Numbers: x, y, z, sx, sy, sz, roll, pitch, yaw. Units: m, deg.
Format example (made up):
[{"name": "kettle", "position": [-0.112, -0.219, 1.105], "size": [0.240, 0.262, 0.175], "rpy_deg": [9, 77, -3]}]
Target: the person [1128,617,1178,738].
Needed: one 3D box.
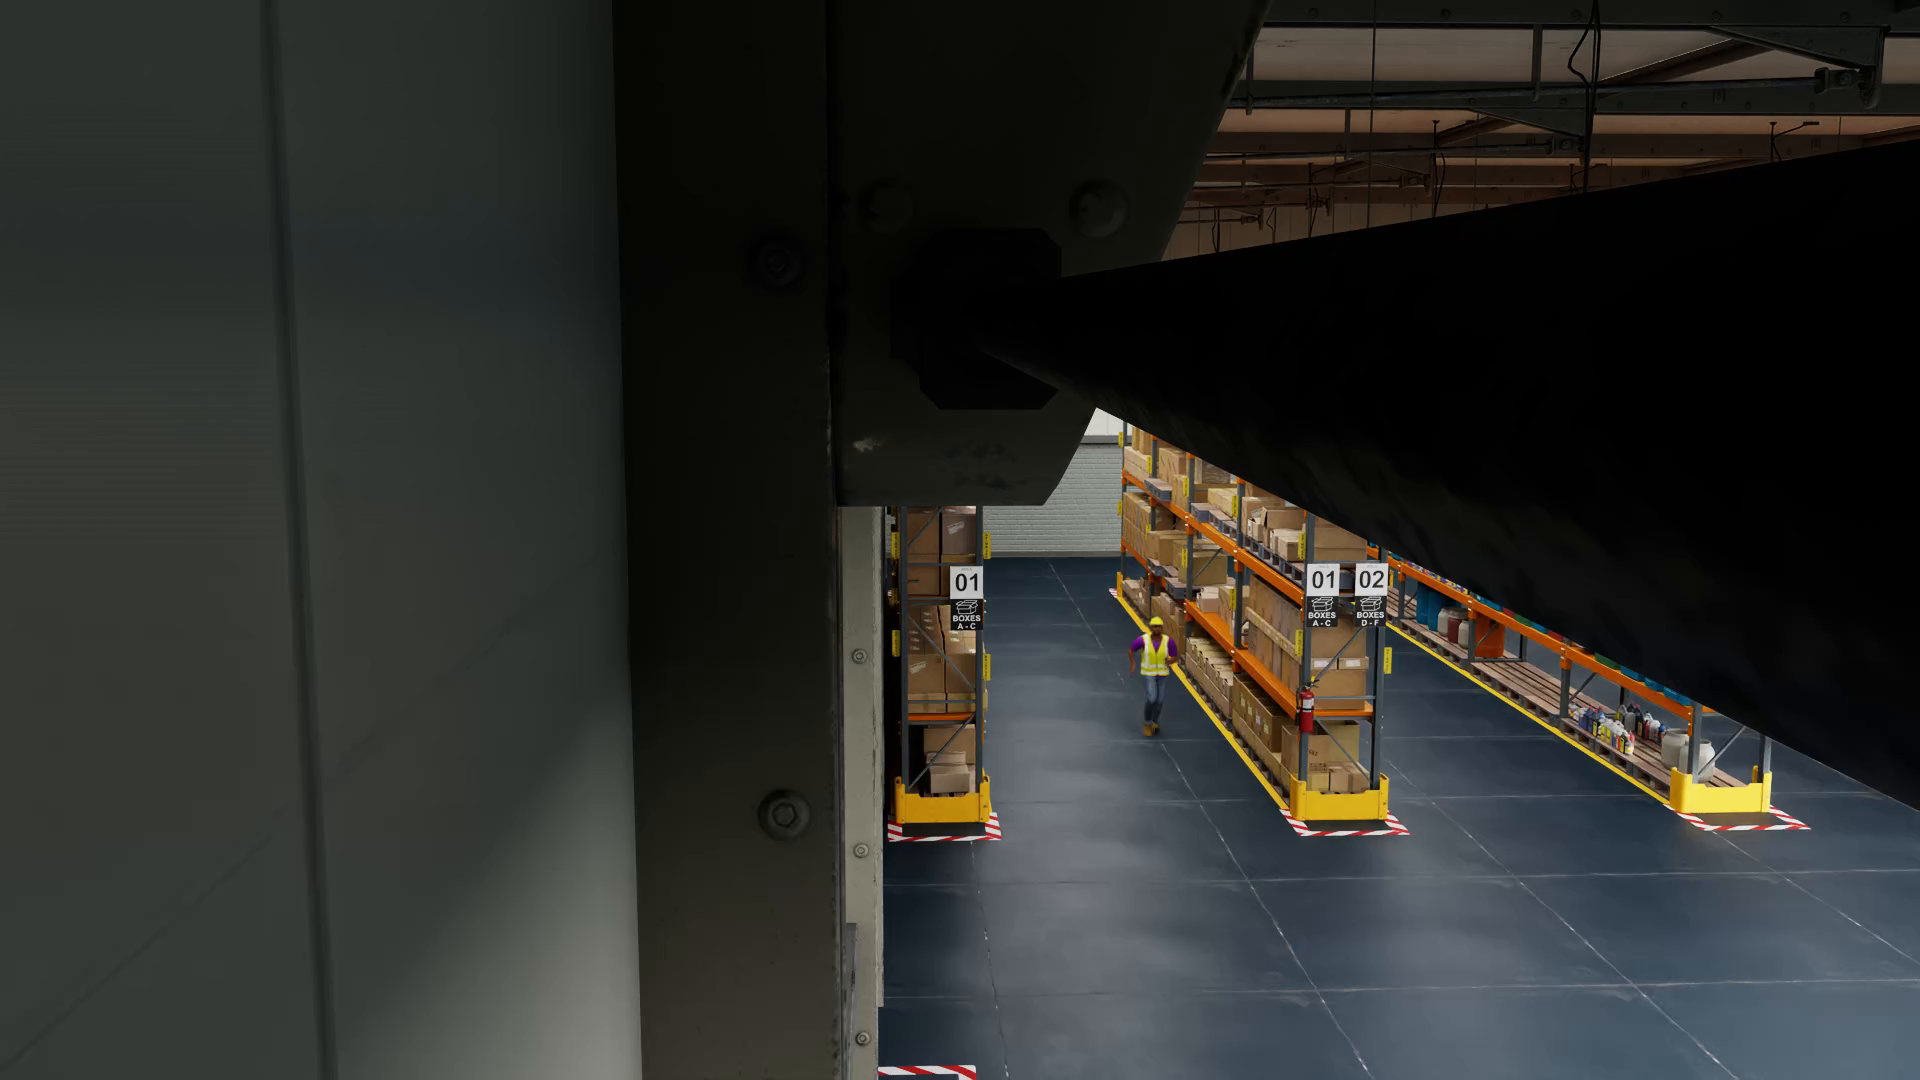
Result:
[{"name": "person", "position": [2.880, 2.021, 24.551], "size": [0.671, 1.788, 0.726], "rpy_deg": [-1, 8, -10]}]
